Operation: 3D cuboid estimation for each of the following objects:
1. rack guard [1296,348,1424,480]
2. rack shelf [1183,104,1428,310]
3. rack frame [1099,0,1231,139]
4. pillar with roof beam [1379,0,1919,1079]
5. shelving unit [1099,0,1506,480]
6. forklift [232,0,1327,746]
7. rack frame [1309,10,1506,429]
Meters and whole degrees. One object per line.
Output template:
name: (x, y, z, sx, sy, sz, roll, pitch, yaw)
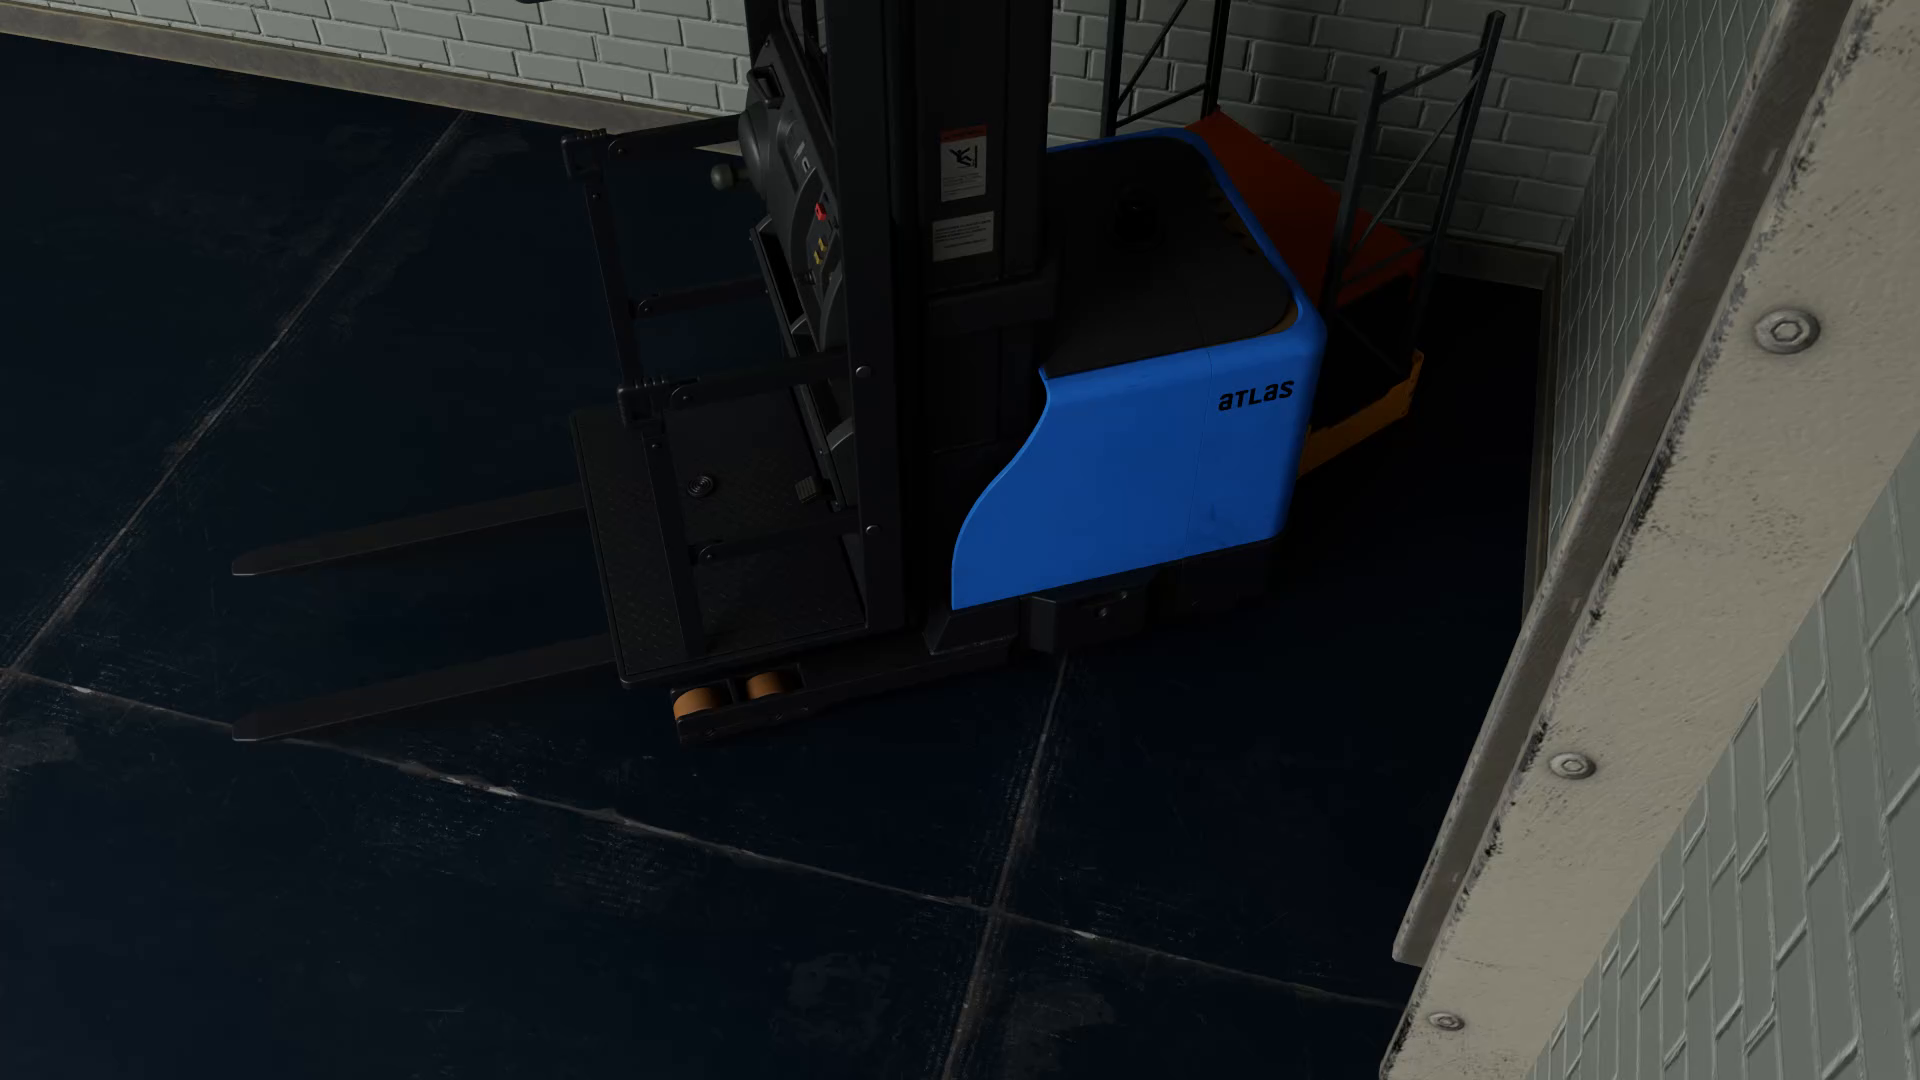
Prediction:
rack guard: (1.269, -0.413, 5.448, 0.587, 0.250, 0.087, -29, 55, -23)
rack shelf: (0.968, -1.014, 5.384, 0.538, 0.185, 1.000, -29, 55, -23)
rack frame: (0.667, -1.440, 5.520, 0.500, 1.500, 0.032, -29, 55, -23)
pillar with roof beam: (-2.926, -2.612, 1.553, 9.100, 9.000, 0.400, 12, 50, 10)
shelving unit: (0.974, -1.127, 5.245, 0.587, 1.500, 1.083, -29, 55, -23)
forklift: (-0.598, -0.839, 4.036, 3.031, 2.935, 1.130, -12, 50, -11)
rack frame: (1.270, -0.826, 4.979, 0.500, 1.500, 0.032, -29, 55, -23)
